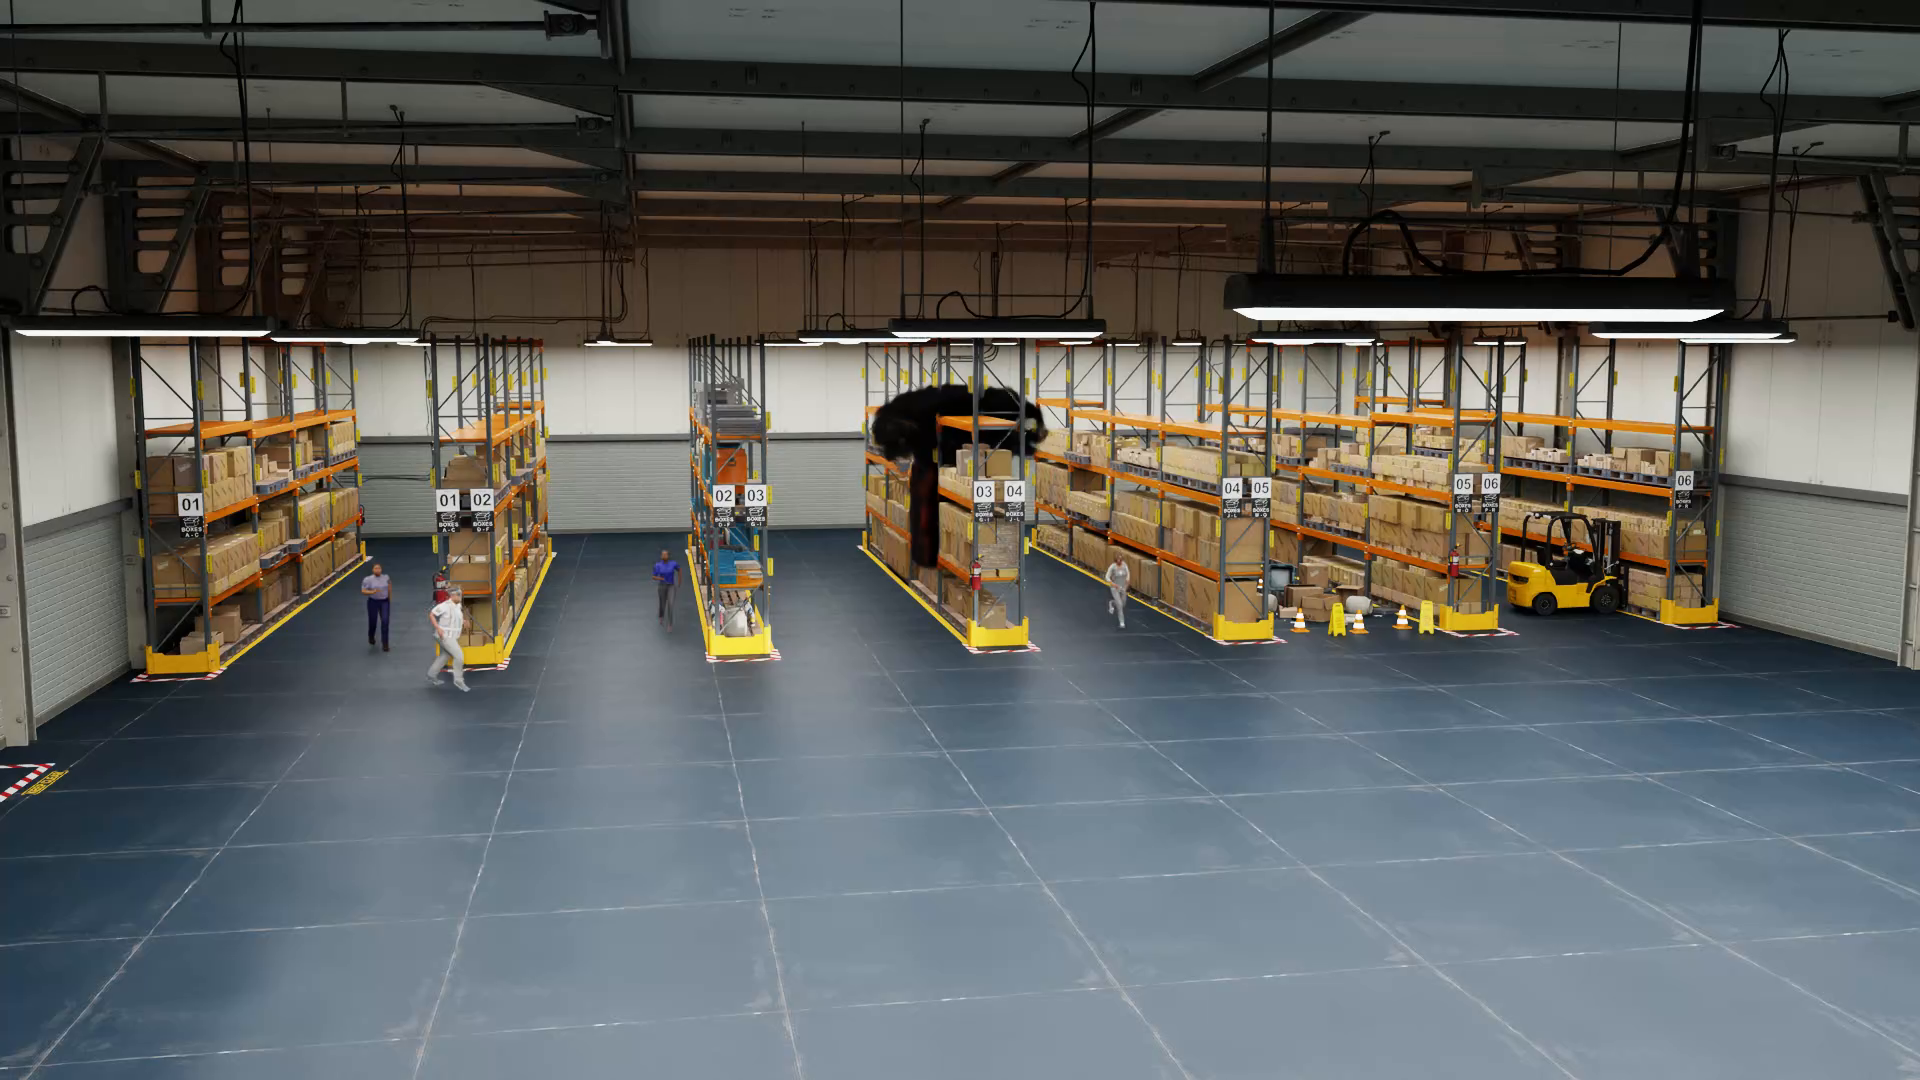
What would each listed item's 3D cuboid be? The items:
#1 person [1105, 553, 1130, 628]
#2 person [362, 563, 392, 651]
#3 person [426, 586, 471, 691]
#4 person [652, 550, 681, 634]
[{"bbox_3d":[3.249,1.029,34.489,0.566,1.566,0.669,-2,7,-20],"label":"person"},{"bbox_3d":[-11.130,1.254,31.781,0.598,1.639,0.933,-4,8,-30],"label":"person"},{"bbox_3d":[-8.677,1.660,28.062,0.866,1.804,0.674,1,7,11],"label":"person"},{"bbox_3d":[-5.980,1.061,33.955,0.586,1.598,0.938,-1,7,-9],"label":"person"}]
